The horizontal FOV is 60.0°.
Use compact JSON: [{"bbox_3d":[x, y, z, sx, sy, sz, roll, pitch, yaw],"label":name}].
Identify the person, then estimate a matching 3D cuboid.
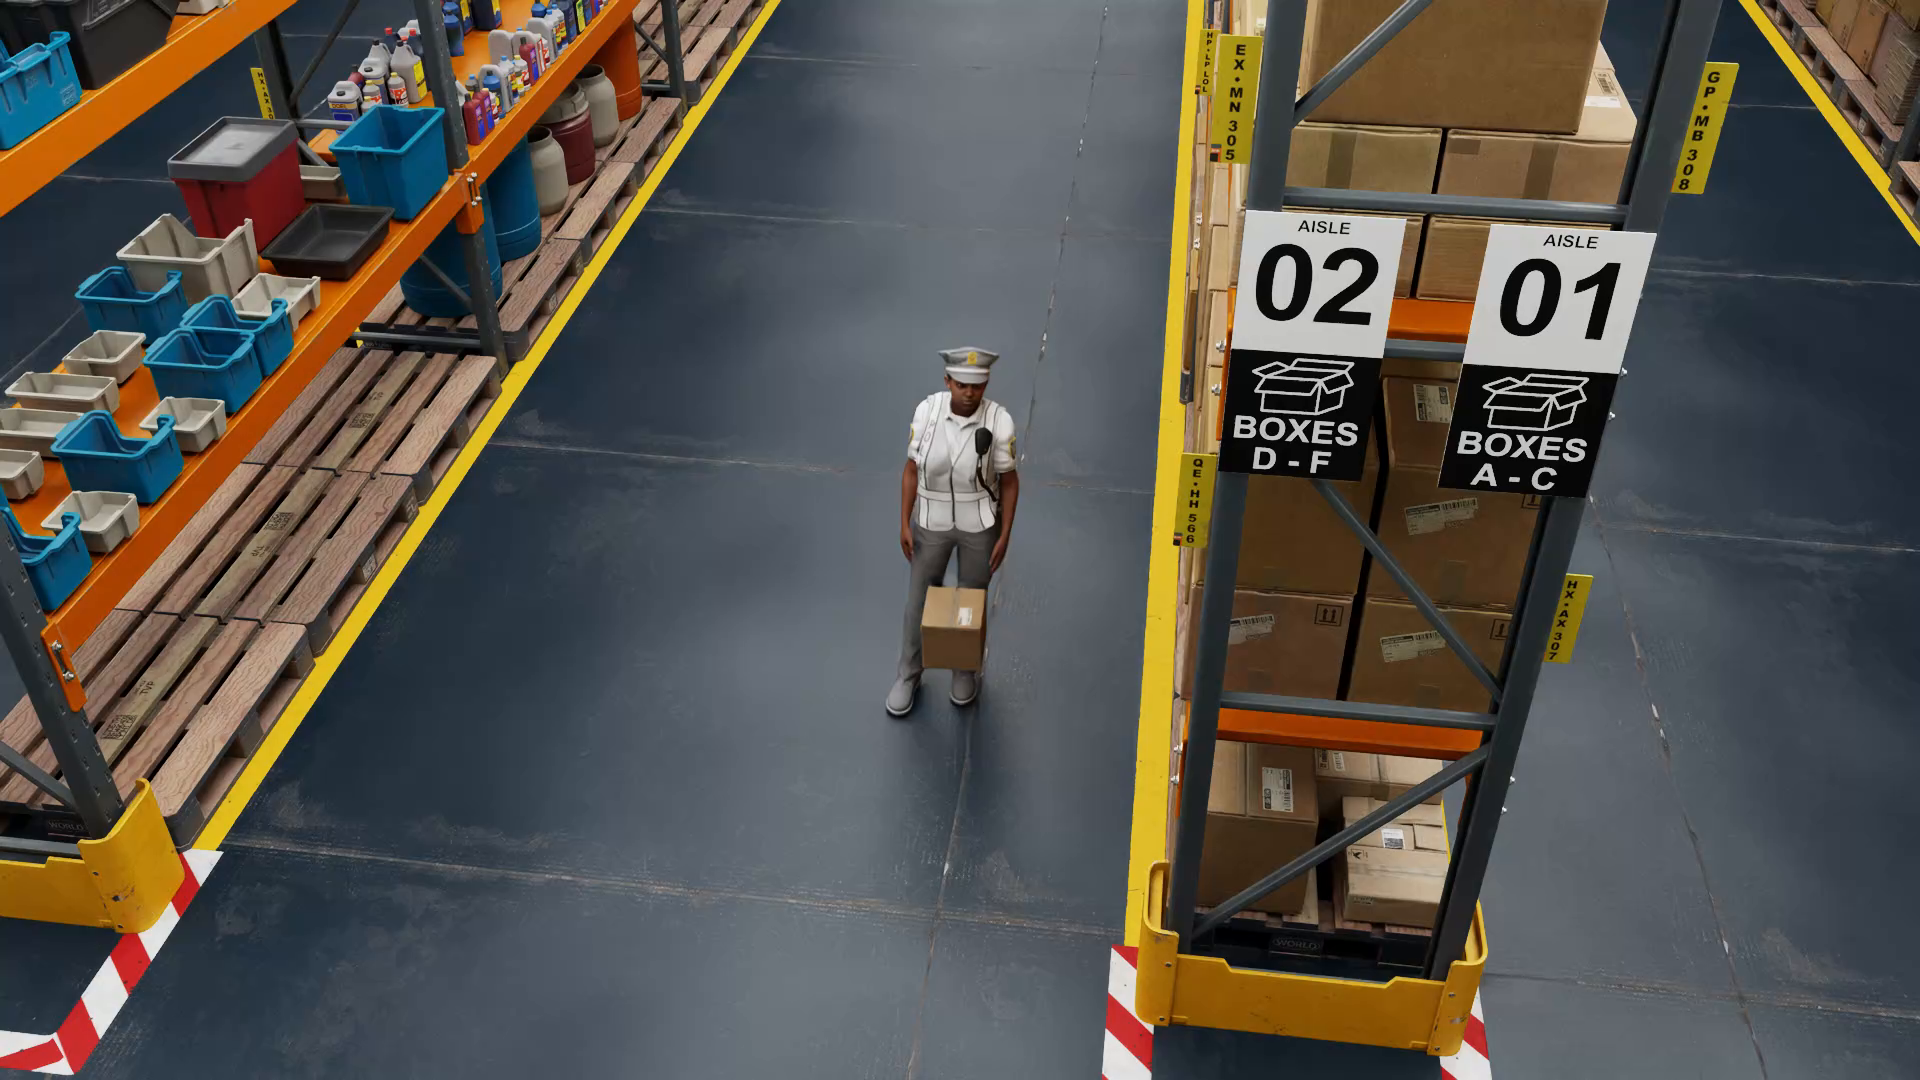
[{"bbox_3d":[-0.034,-0.035,7.042,0.547,1.698,0.528,4,37,6],"label":"person"}]
